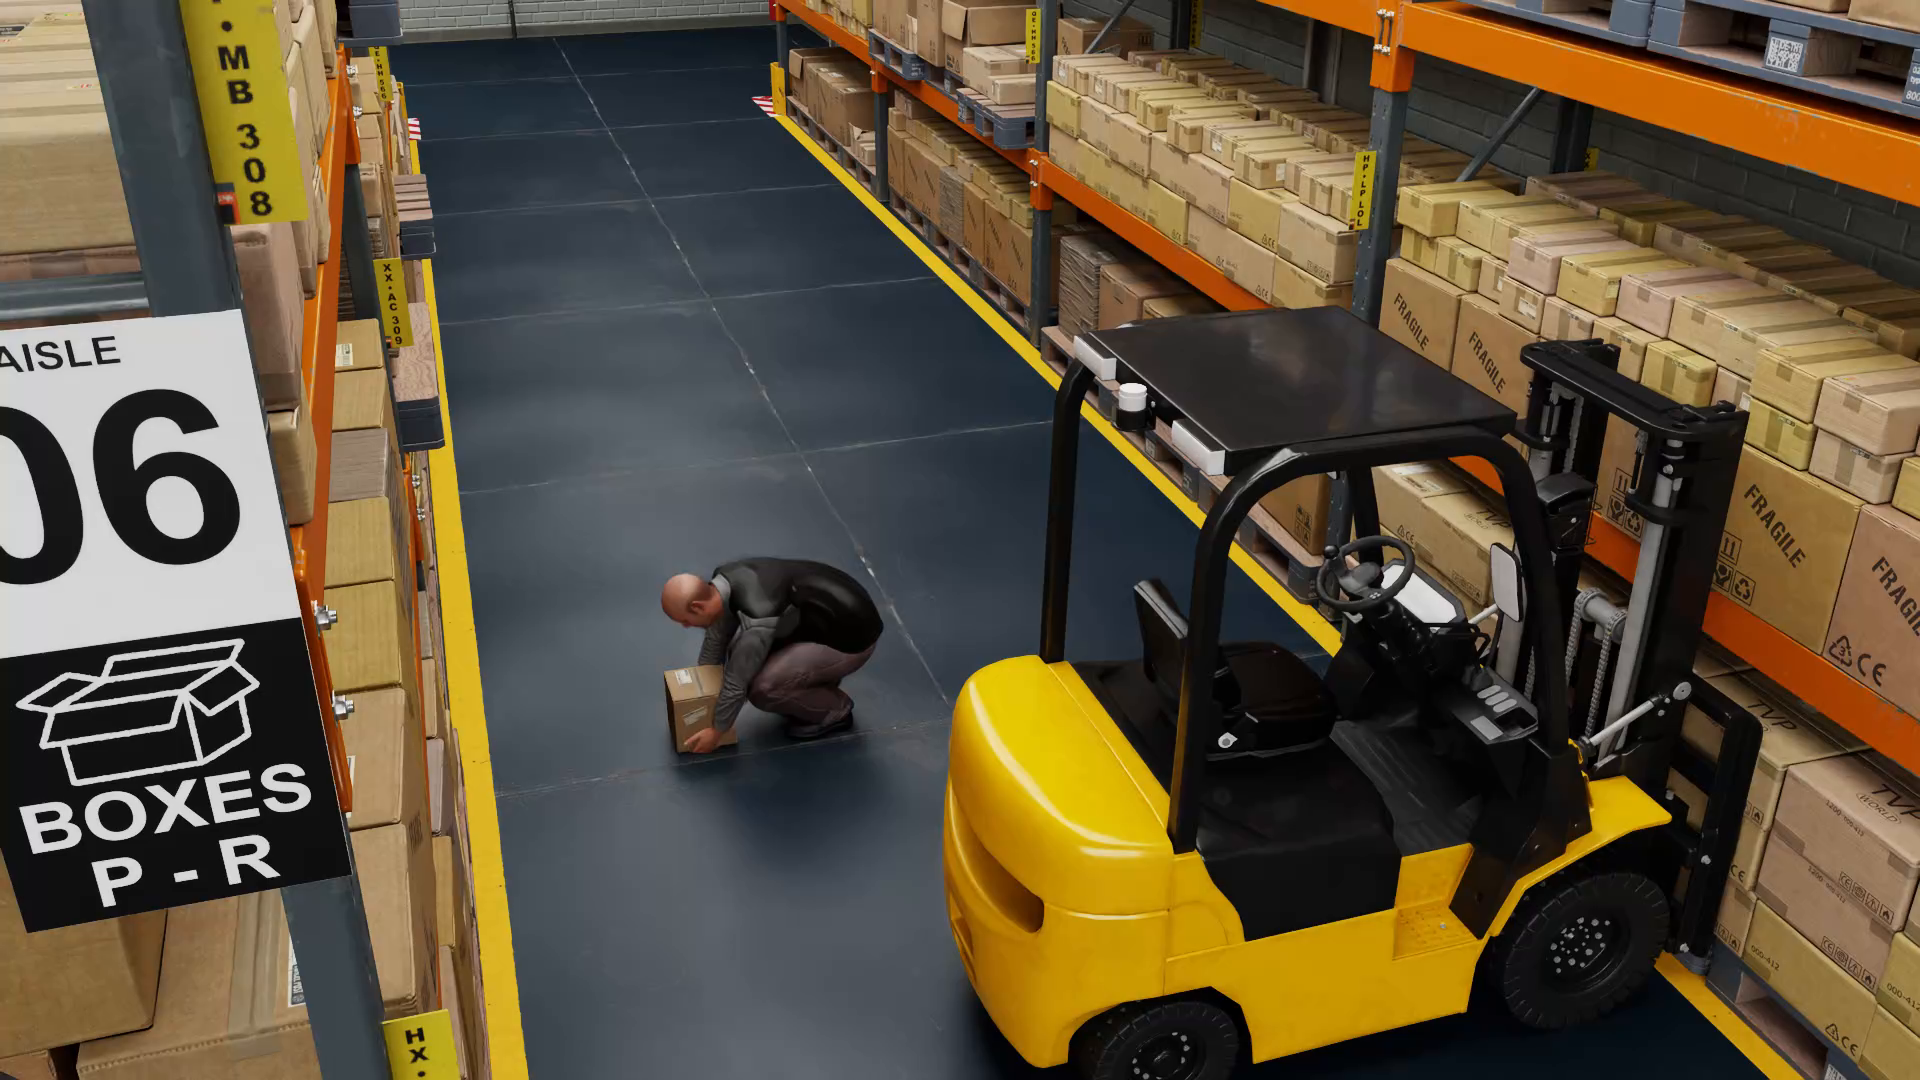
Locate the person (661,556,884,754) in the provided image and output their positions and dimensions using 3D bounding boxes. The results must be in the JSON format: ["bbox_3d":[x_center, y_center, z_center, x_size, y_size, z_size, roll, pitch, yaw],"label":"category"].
[{"bbox_3d":[-0.770,0.443,6.880,0.898,0.830,0.528,-8,27,-16],"label":"person"}]
